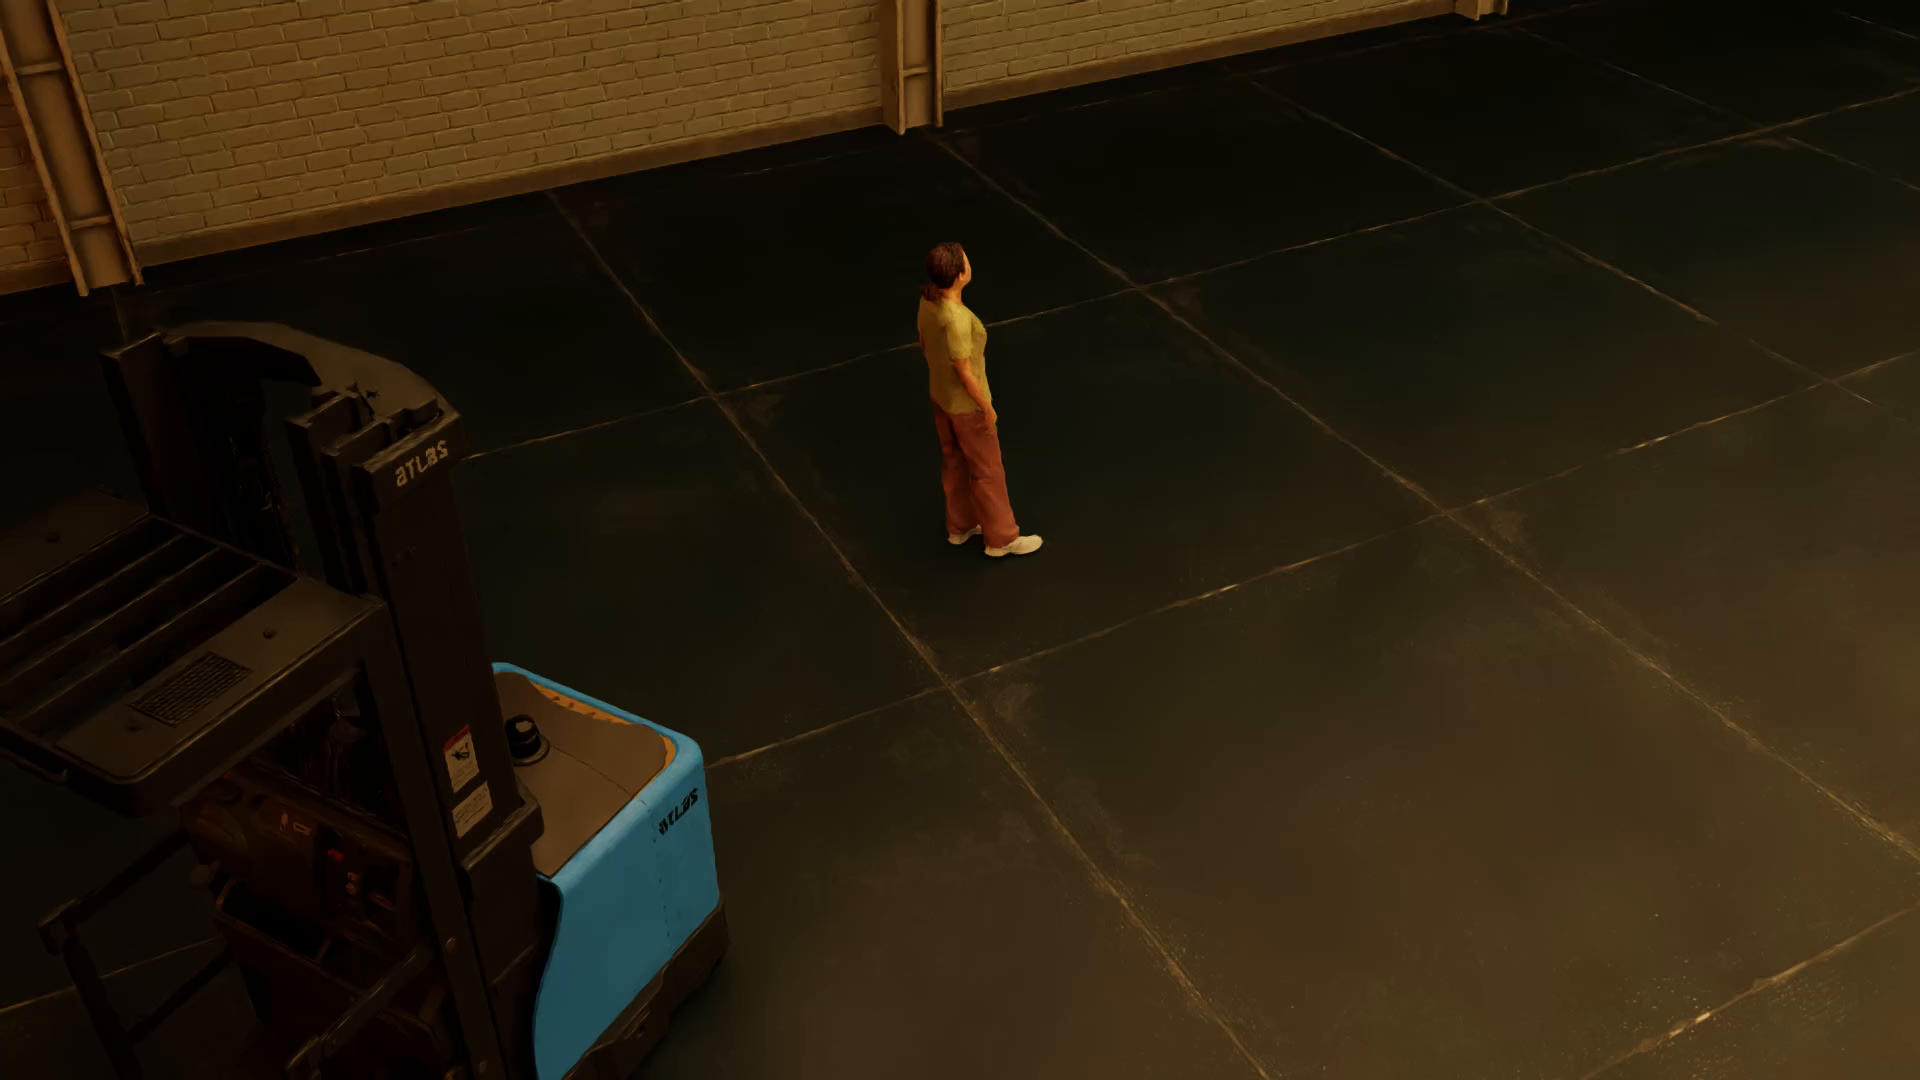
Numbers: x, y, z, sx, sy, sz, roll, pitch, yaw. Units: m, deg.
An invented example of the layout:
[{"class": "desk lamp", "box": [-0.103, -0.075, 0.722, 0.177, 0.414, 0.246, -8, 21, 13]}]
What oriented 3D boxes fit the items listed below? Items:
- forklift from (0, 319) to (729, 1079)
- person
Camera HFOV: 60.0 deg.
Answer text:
[{"class": "forklift", "box": [-2.047, 0.990, 4.723, 1.130, 2.935, 3.031, 18, 39, 24]}, {"class": "person", "box": [0.071, -0.704, 8.195, 0.548, 1.674, 0.554, -17, 39, -23]}]
